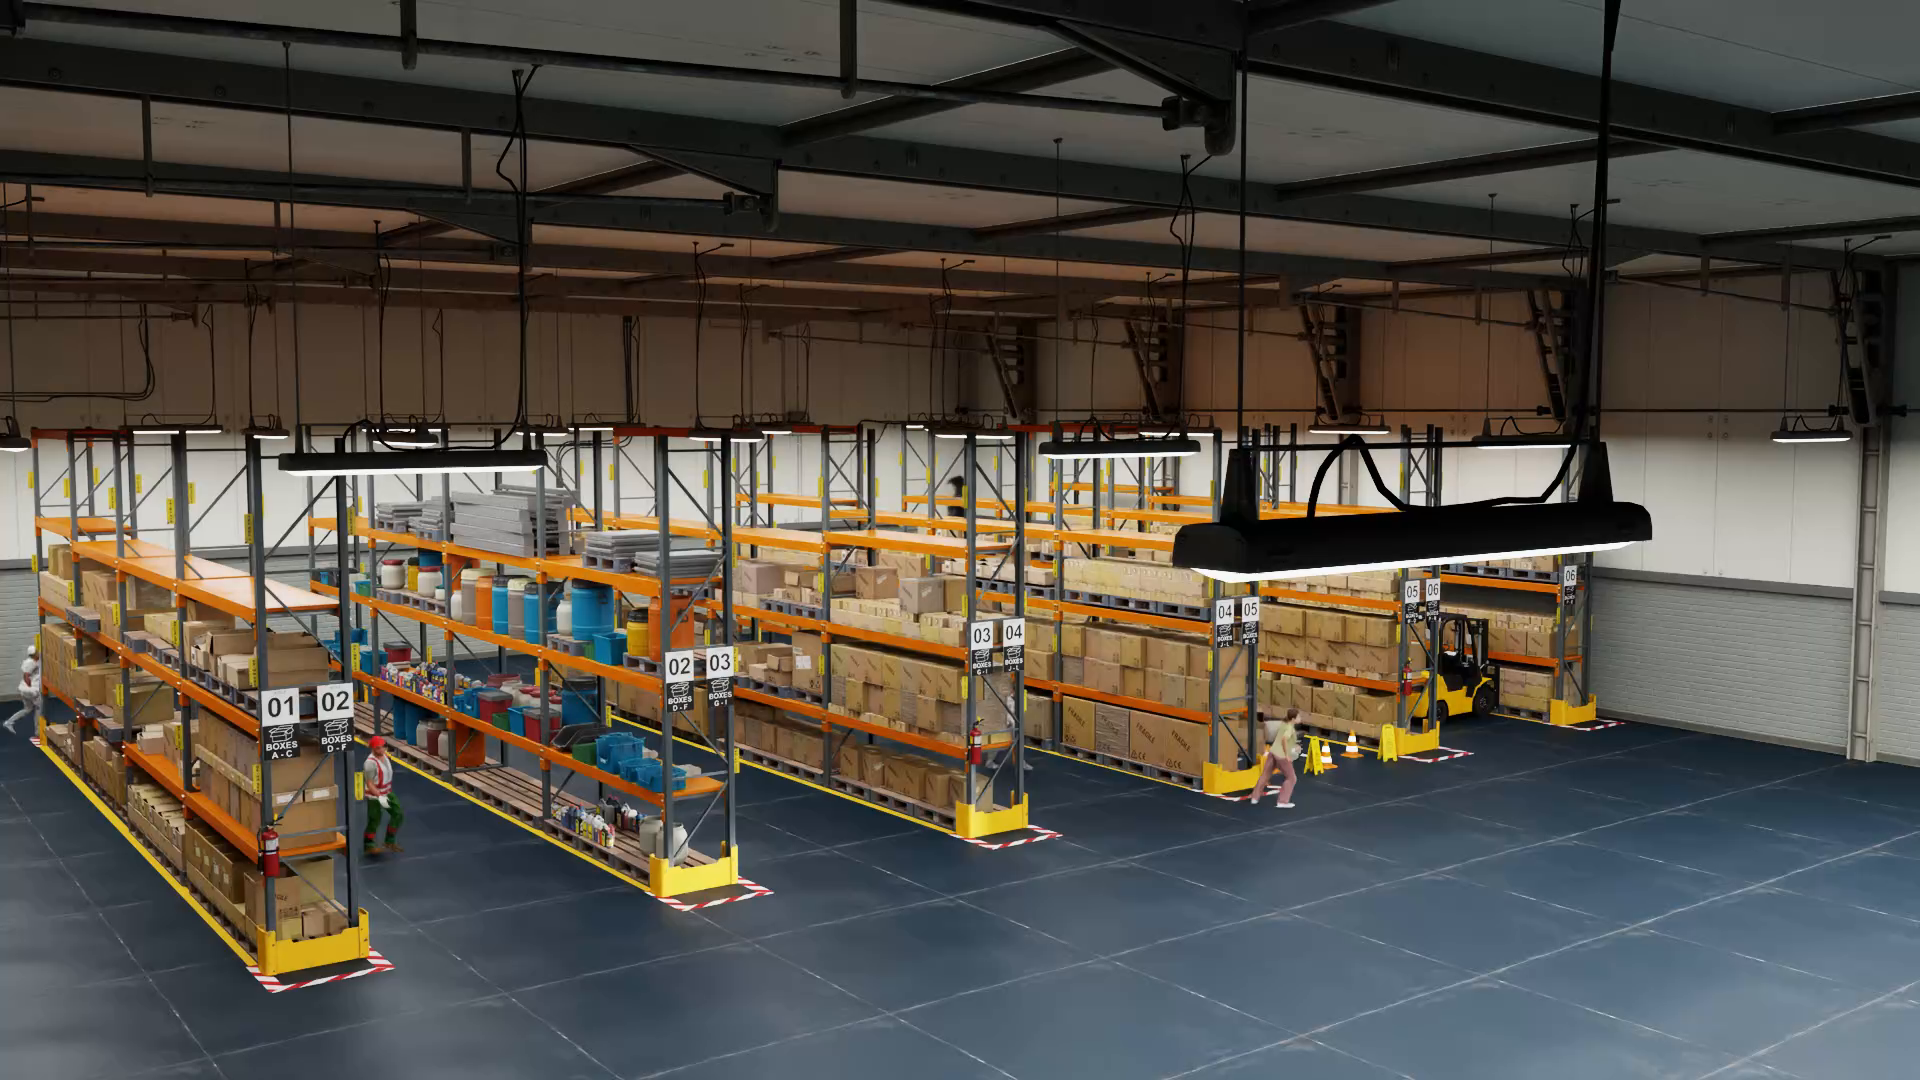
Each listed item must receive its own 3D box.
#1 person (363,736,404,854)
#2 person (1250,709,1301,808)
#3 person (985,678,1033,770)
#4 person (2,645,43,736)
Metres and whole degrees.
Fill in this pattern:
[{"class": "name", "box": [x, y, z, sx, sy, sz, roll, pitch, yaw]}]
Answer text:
[{"class": "person", "box": [-8.189, 3.604, 23.456, 0.632, 1.764, 0.687, 1, 5, 13]}, {"class": "person", "box": [5.071, 3.469, 26.502, 0.838, 1.595, 0.641, -2, 5, -22]}, {"class": "person", "box": [0.827, 3.208, 28.977, 0.829, 1.630, 0.554, 1, 5, 17]}, {"class": "person", "box": [-18.021, 2.925, 32.187, 0.956, 1.757, 0.675, -4, 6, -41]}]
